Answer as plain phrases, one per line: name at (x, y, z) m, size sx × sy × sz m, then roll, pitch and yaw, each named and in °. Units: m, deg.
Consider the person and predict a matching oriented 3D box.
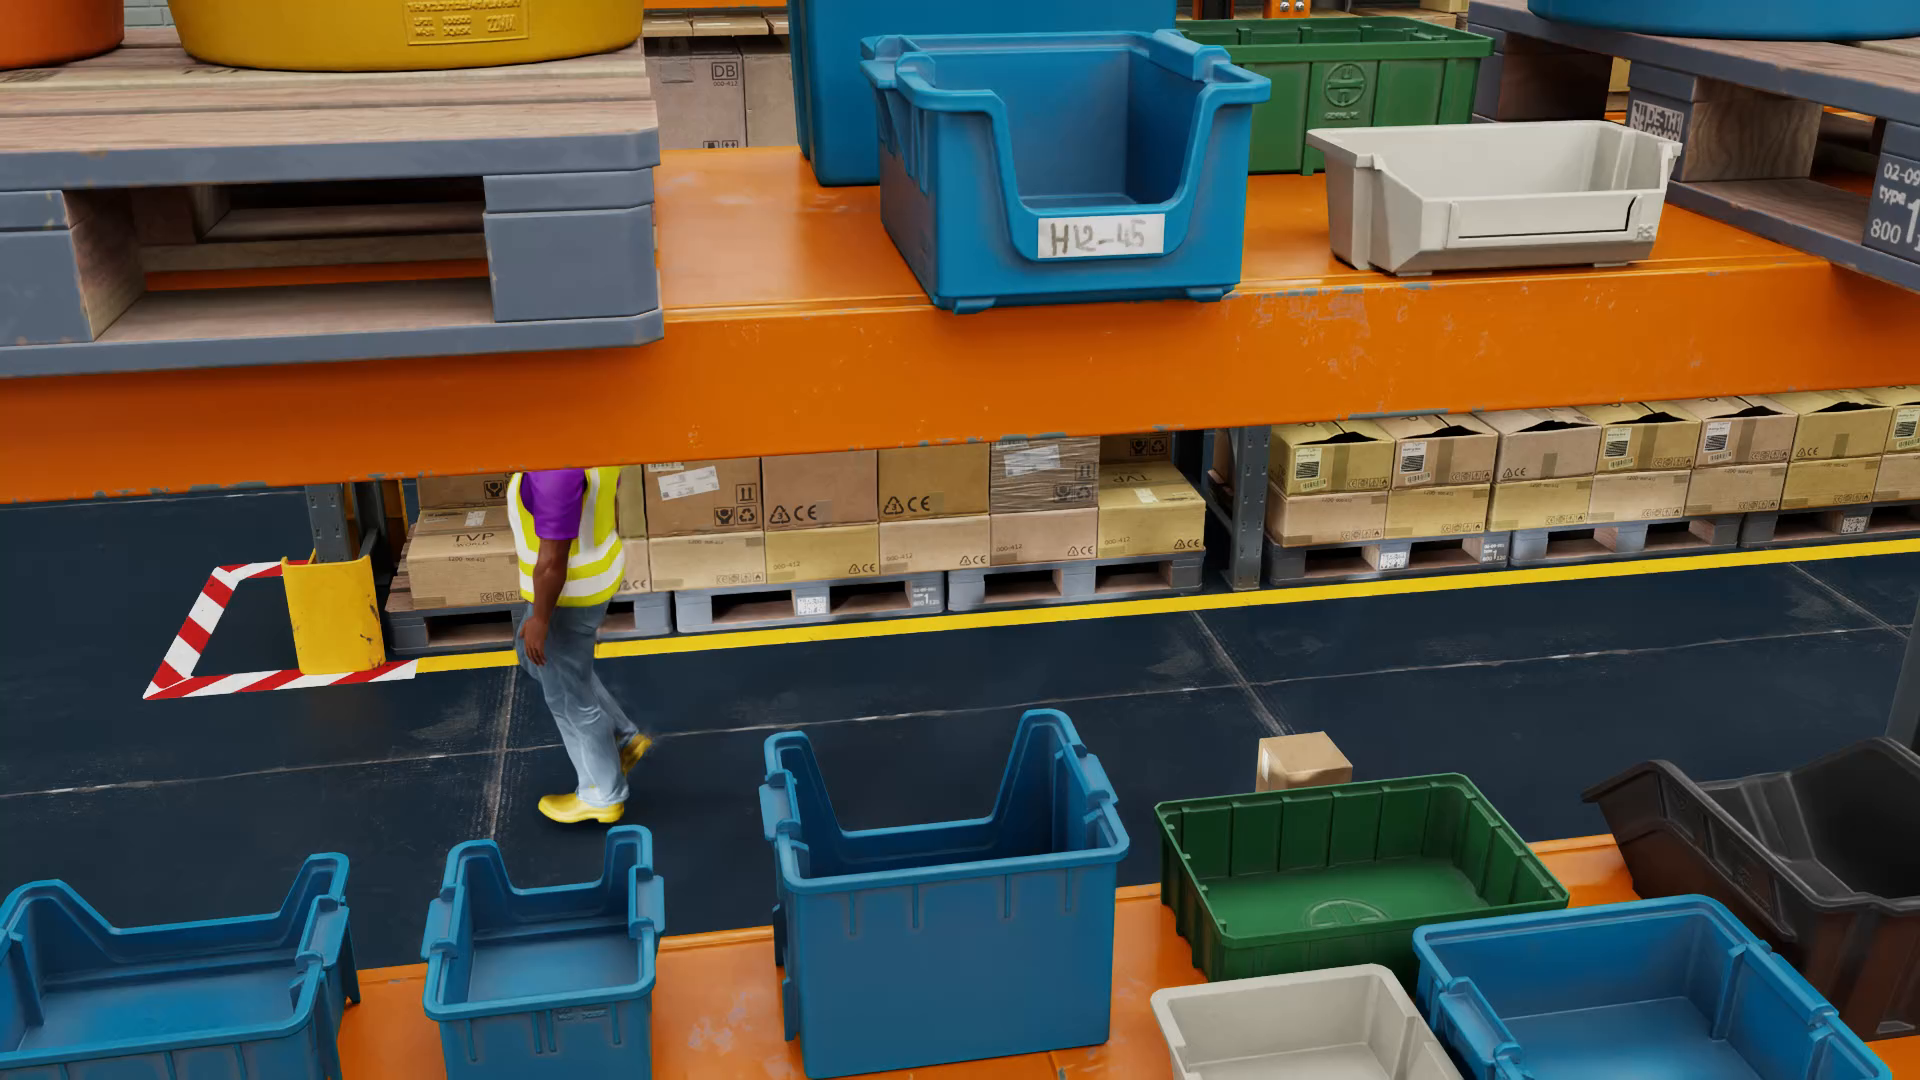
person at (-1.344, 0.157, 5.628) m, size 0.467 × 1.766 × 0.600 m, roll 2°, pitch 23°, yaw 4°
